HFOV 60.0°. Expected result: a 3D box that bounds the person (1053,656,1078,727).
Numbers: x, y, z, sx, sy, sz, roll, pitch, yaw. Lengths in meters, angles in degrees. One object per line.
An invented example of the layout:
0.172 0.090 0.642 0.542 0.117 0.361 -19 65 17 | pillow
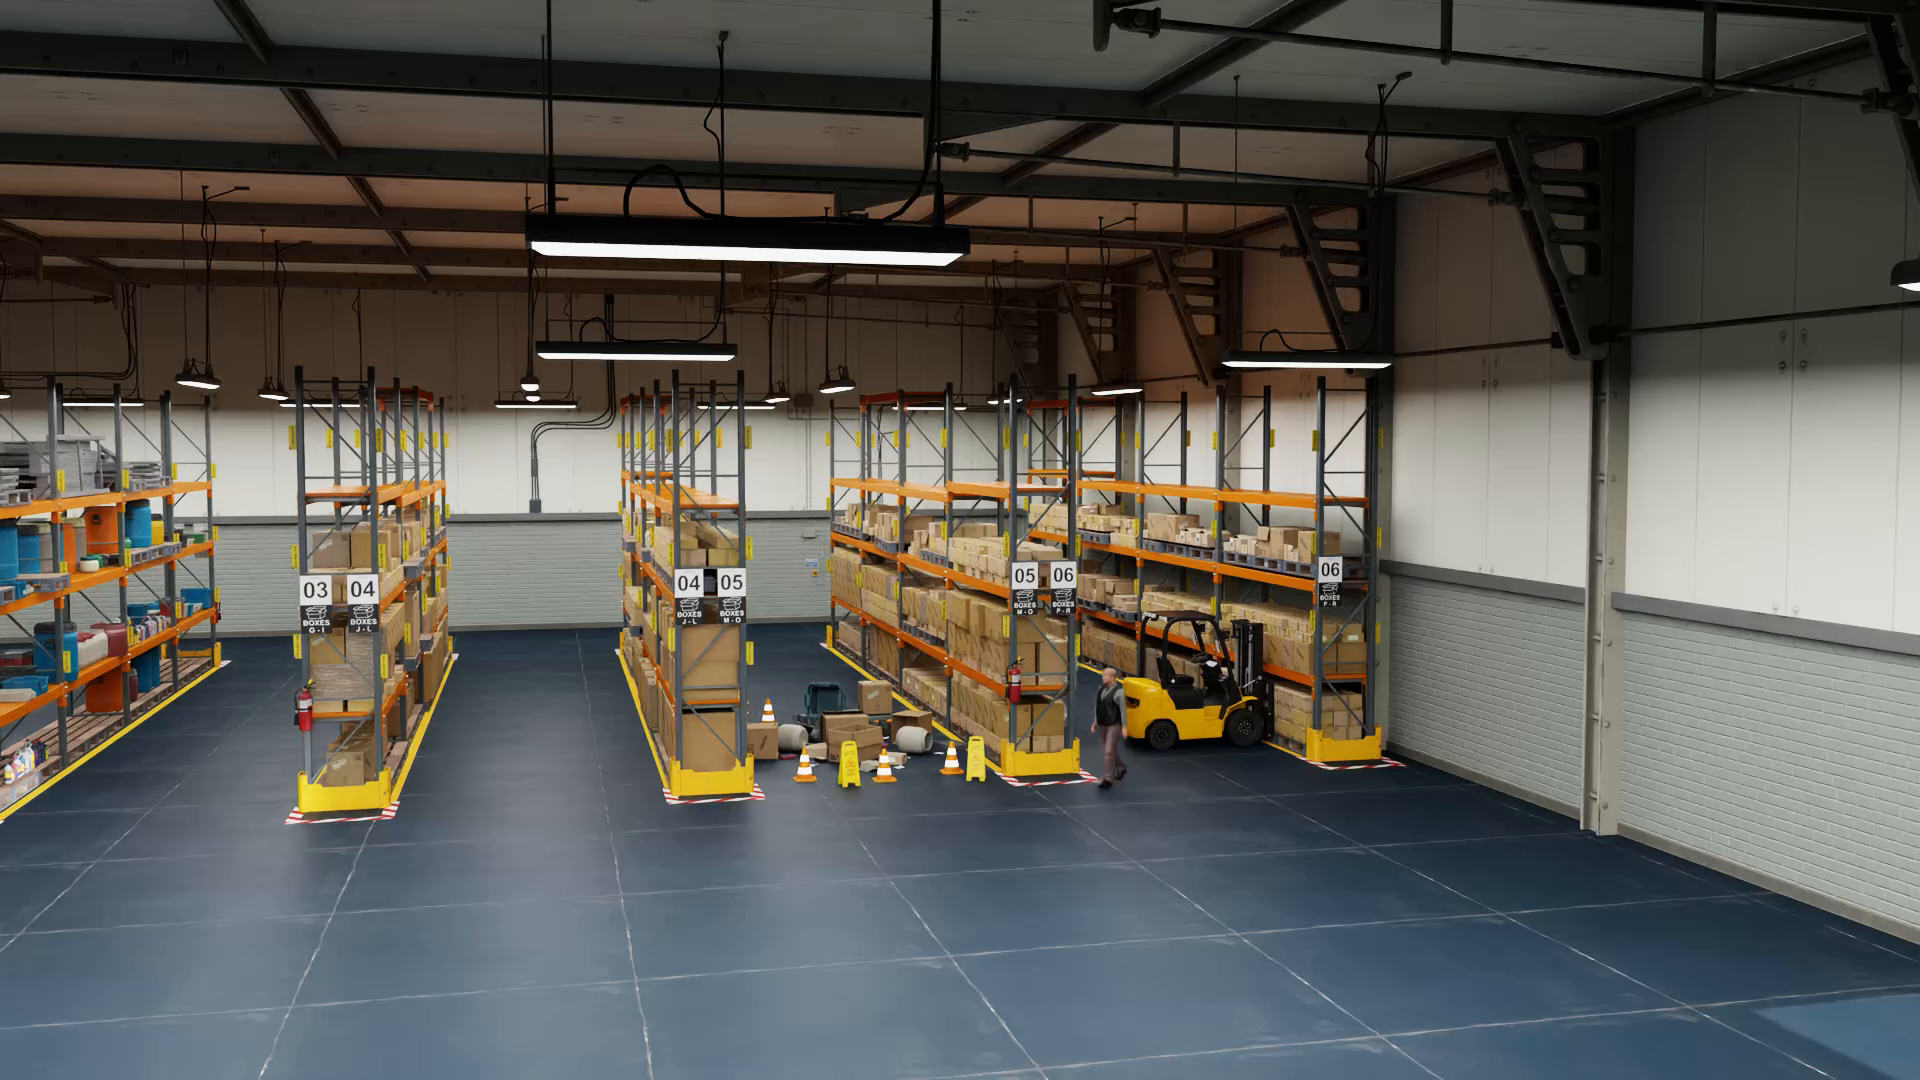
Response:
1.849 2.510 29.287 0.511 1.502 0.751 -1 3 -10 | person

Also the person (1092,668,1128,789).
2.206 2.704 24.175 0.793 1.705 0.532 -3 4 -36 | person
